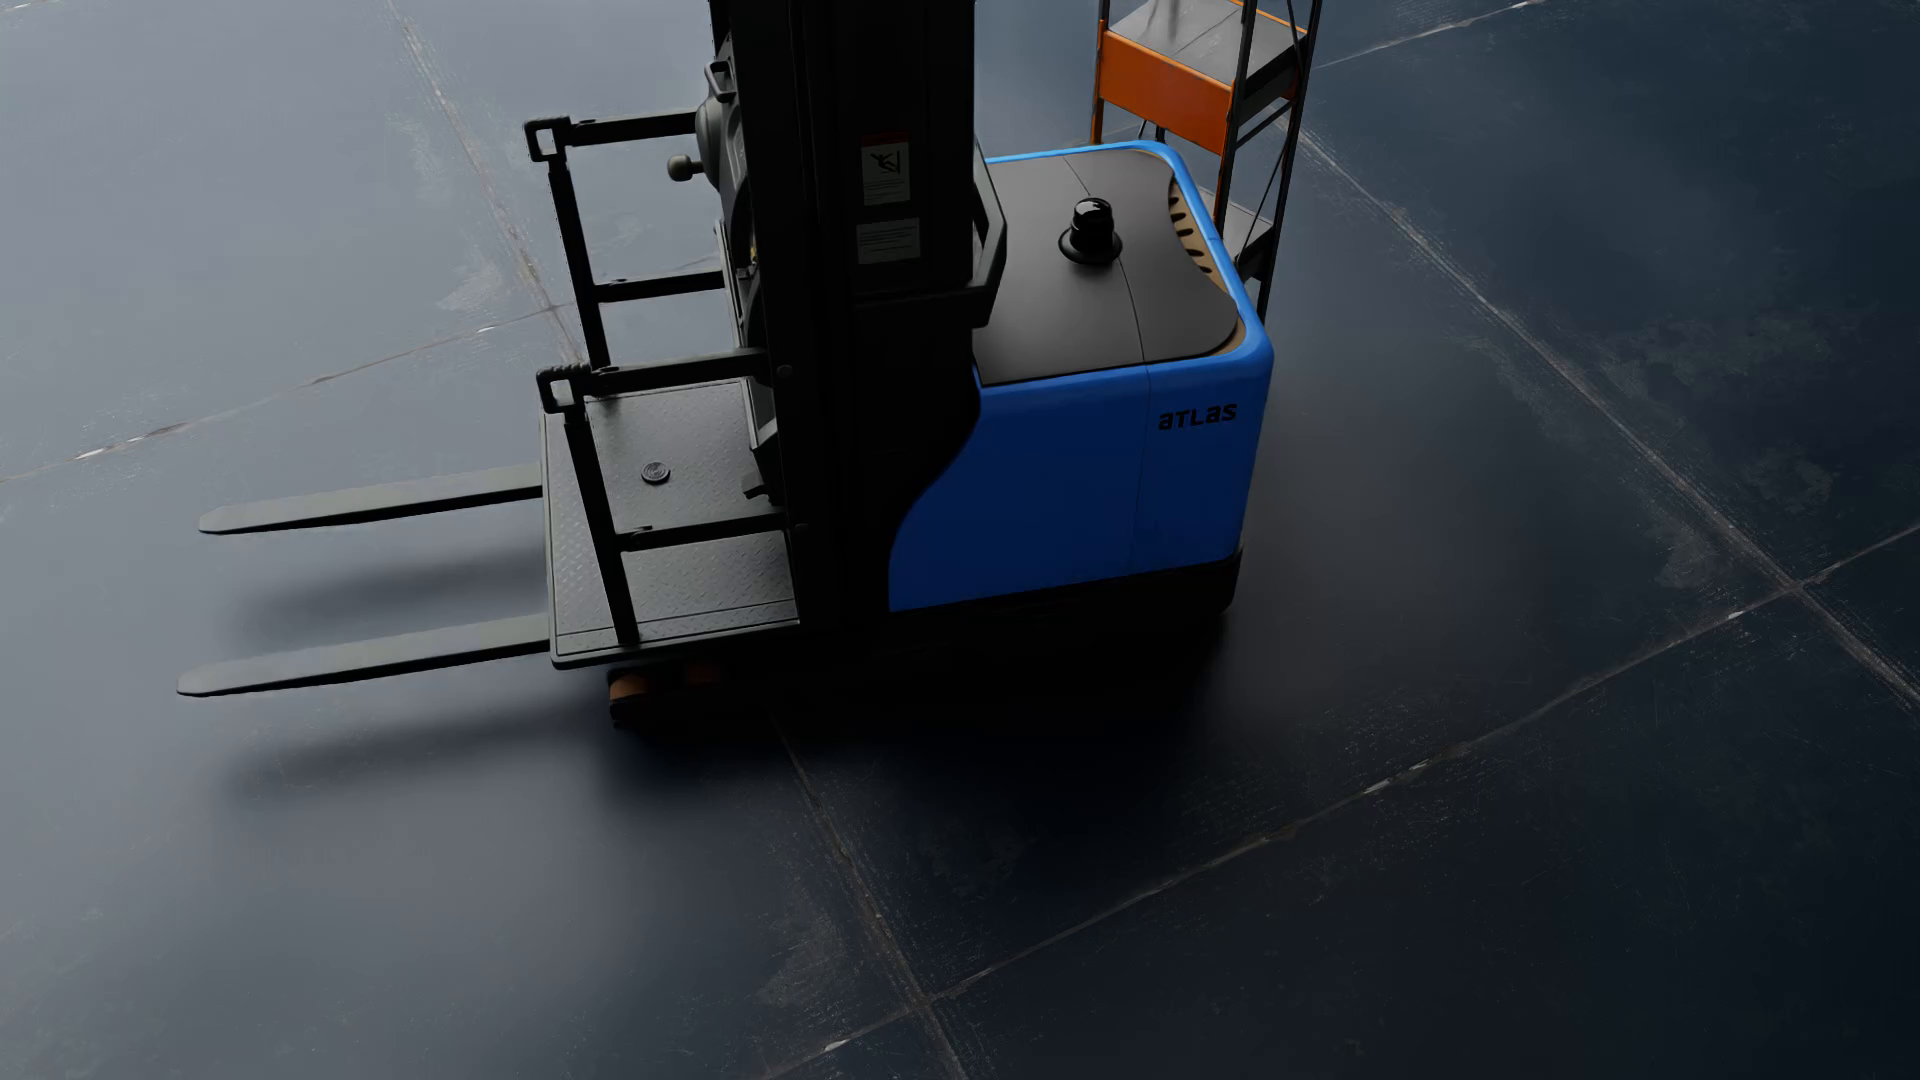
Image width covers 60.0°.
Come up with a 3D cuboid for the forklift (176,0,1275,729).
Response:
[{"bbox_3d":[-0.742,-0.866,4.061,3.031,2.935,1.130,-9,49,-7],"label":"forklift"}]

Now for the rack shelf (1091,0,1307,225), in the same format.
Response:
[{"bbox_3d":[0.724,-1.345,5.049,0.480,0.518,0.431,34,57,26],"label":"rack shelf"}]

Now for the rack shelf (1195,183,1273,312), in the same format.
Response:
[{"bbox_3d":[0.724,-0.884,5.576,0.480,0.518,0.431,34,57,26],"label":"rack shelf"}]

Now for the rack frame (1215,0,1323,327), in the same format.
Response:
[{"bbox_3d":[0.907,-1.232,4.933,0.015,2.100,0.400,34,57,26],"label":"rack frame"}]

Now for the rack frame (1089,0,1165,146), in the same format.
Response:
[{"bbox_3d":[0.541,-1.475,5.145,0.015,2.100,0.400,34,57,26],"label":"rack frame"}]

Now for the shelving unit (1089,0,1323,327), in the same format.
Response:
[{"bbox_3d":[0.724,-1.354,5.039,0.503,2.100,0.431,34,57,26],"label":"shelving unit"}]

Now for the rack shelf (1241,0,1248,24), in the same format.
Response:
[{"bbox_3d":[0.724,-1.806,4.522,0.480,0.518,0.431,34,57,26],"label":"rack shelf"}]
